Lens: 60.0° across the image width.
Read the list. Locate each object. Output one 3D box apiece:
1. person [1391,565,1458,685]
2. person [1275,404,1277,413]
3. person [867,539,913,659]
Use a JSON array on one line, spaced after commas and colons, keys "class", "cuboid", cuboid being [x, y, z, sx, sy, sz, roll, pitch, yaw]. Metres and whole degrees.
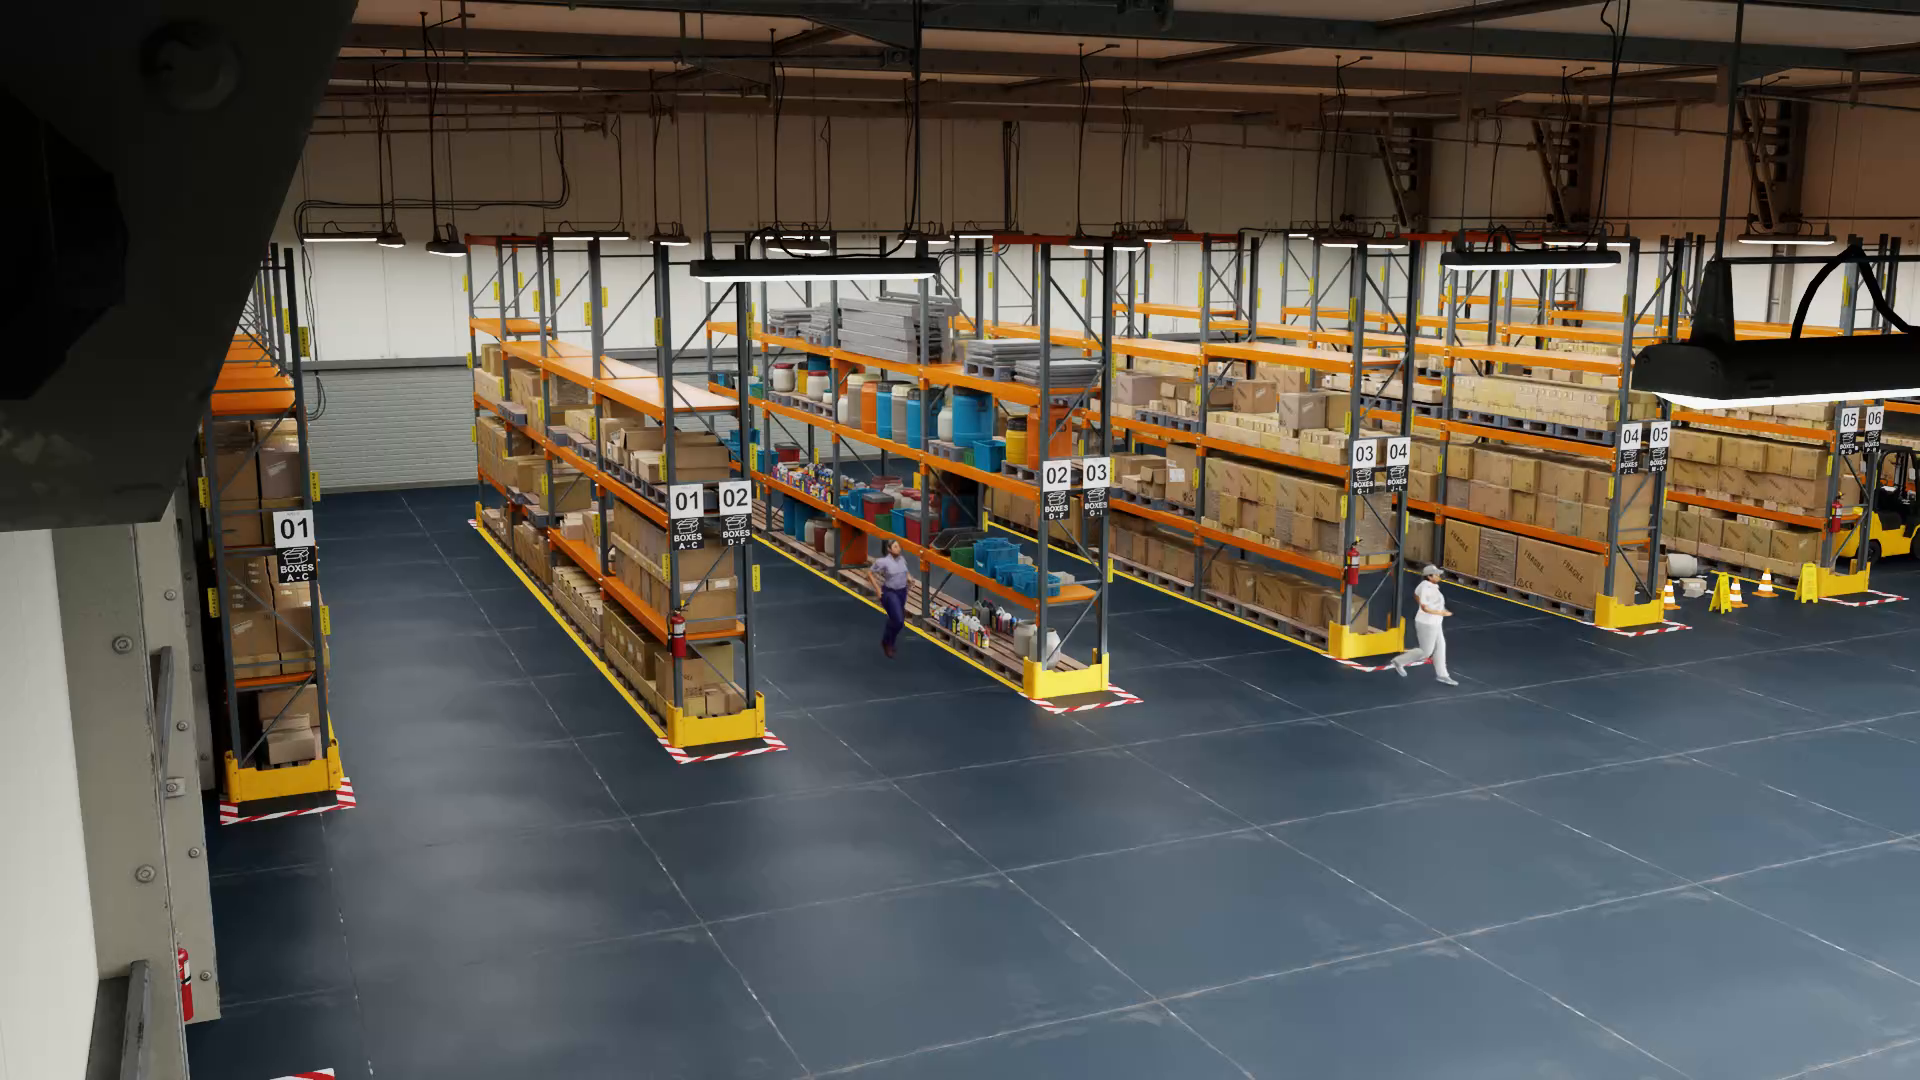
[{"class": "person", "cuboid": [6.401, 1.163, 22.786, 0.908, 1.670, 0.614, 4, 12, 19]}, {"class": "person", "cuboid": [8.383, -2.983, 43.931, 0.917, 1.776, 0.713, 3, 11, 14]}, {"class": "person", "cuboid": [-0.902, 0.833, 23.191, 0.632, 1.666, 0.583, 10, 15, 41]}]
